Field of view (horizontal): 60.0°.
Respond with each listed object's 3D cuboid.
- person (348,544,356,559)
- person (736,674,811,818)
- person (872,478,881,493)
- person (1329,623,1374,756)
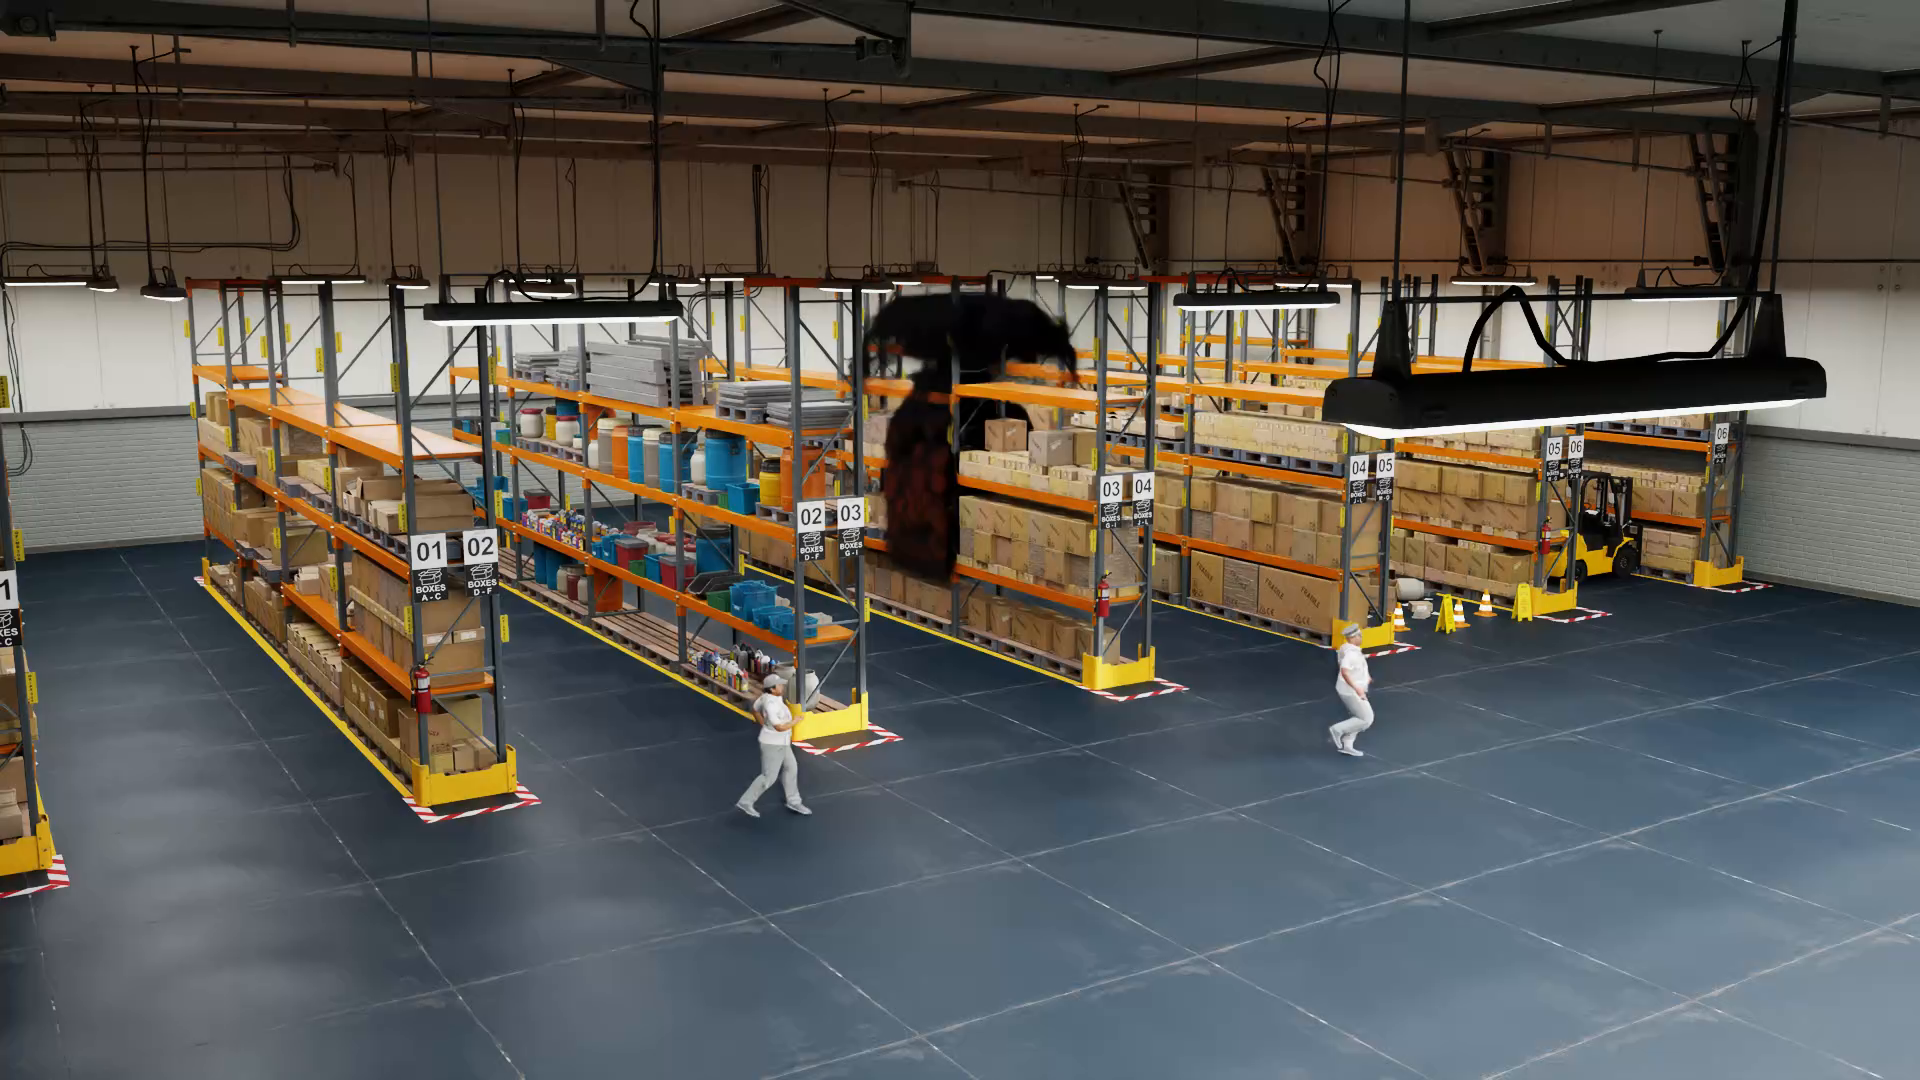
[{"bbox_3d":[-12.263,-0.063,33.185,0.724,1.758,0.956,-9,13,-44],"label":"person"},{"bbox_3d":[-2.134,2.360,18.964,0.856,1.708,0.600,-1,10,-7],"label":"person"},{"bbox_3d":[-1.987,-1.489,42.075,0.796,1.661,0.683,0,10,1],"label":"person"},{"bbox_3d":[5.042,1.934,21.400,0.599,1.745,0.667,0,10,2],"label":"person"}]
